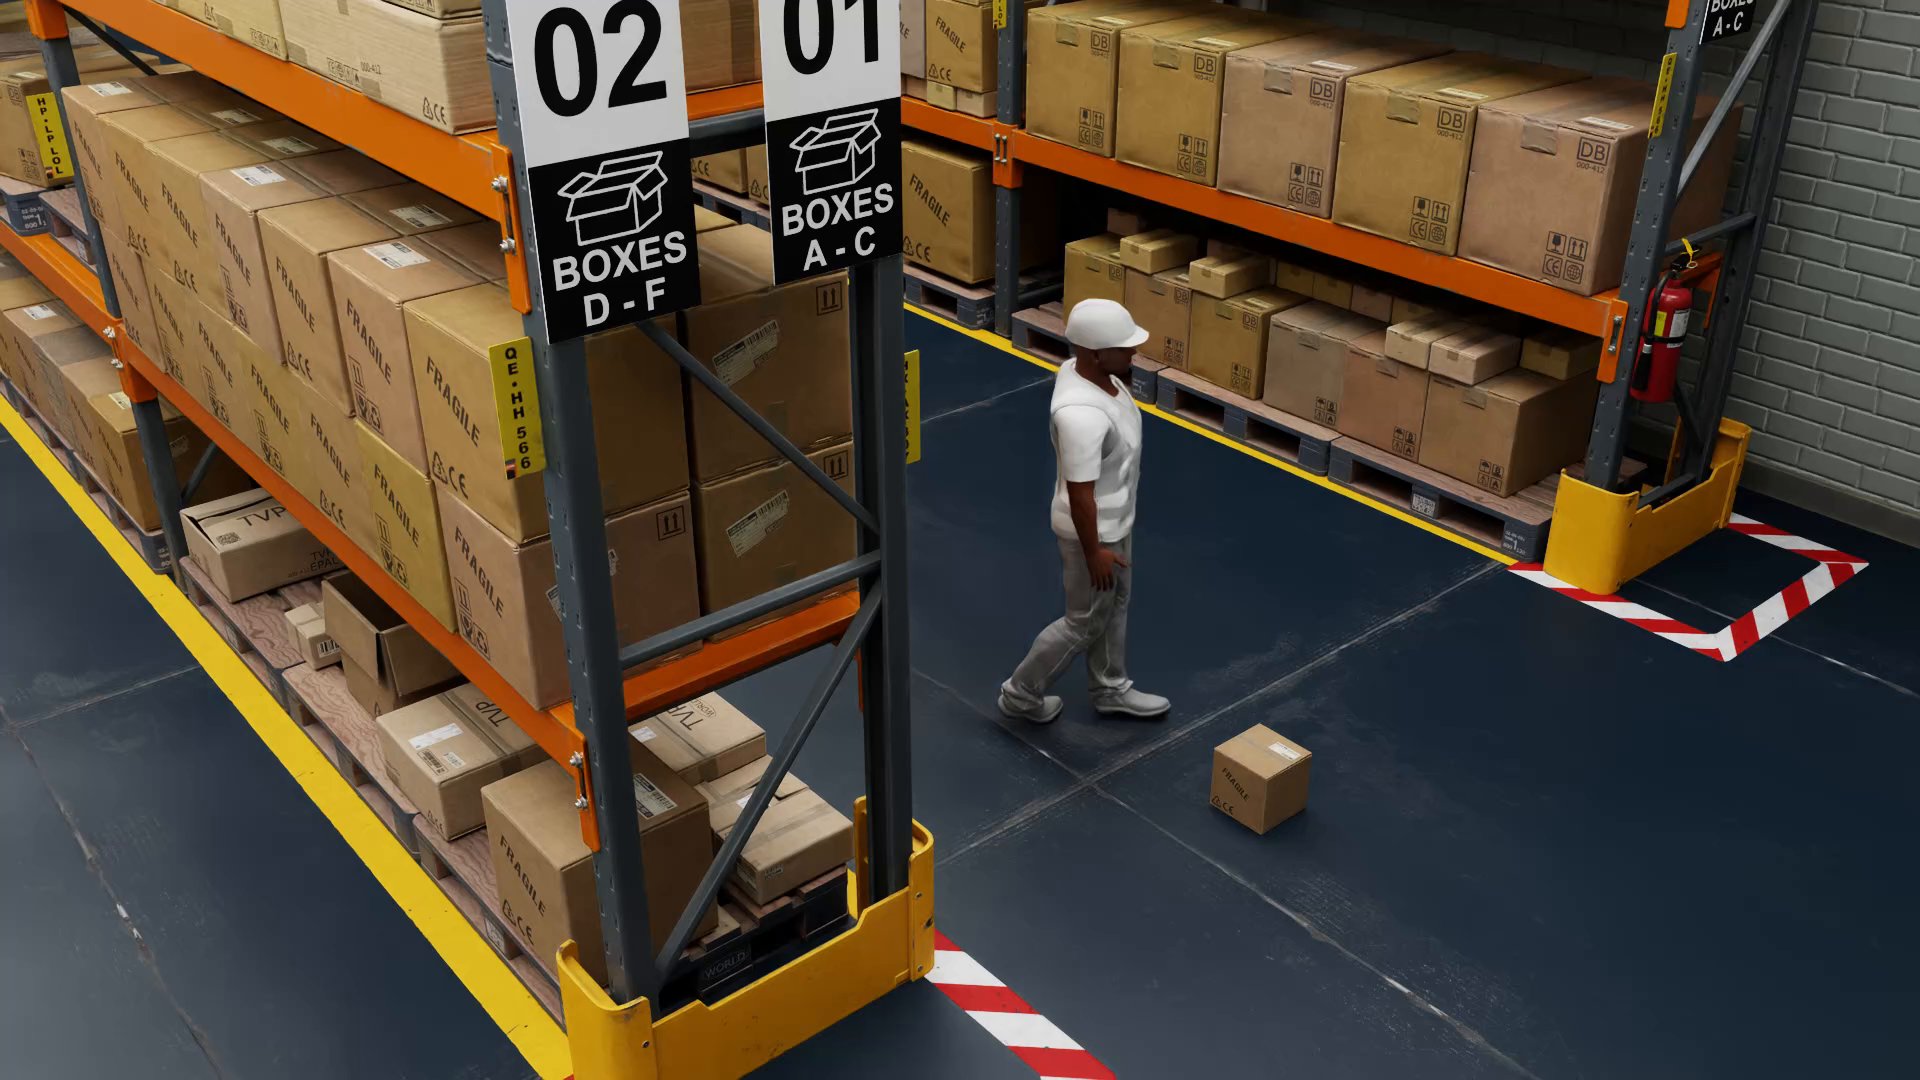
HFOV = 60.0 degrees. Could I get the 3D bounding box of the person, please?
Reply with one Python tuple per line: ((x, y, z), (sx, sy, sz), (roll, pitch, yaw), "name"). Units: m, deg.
((0.497, -0.077, 6.233), (0.679, 1.765, 0.598), (4, 28, 8), "person")
